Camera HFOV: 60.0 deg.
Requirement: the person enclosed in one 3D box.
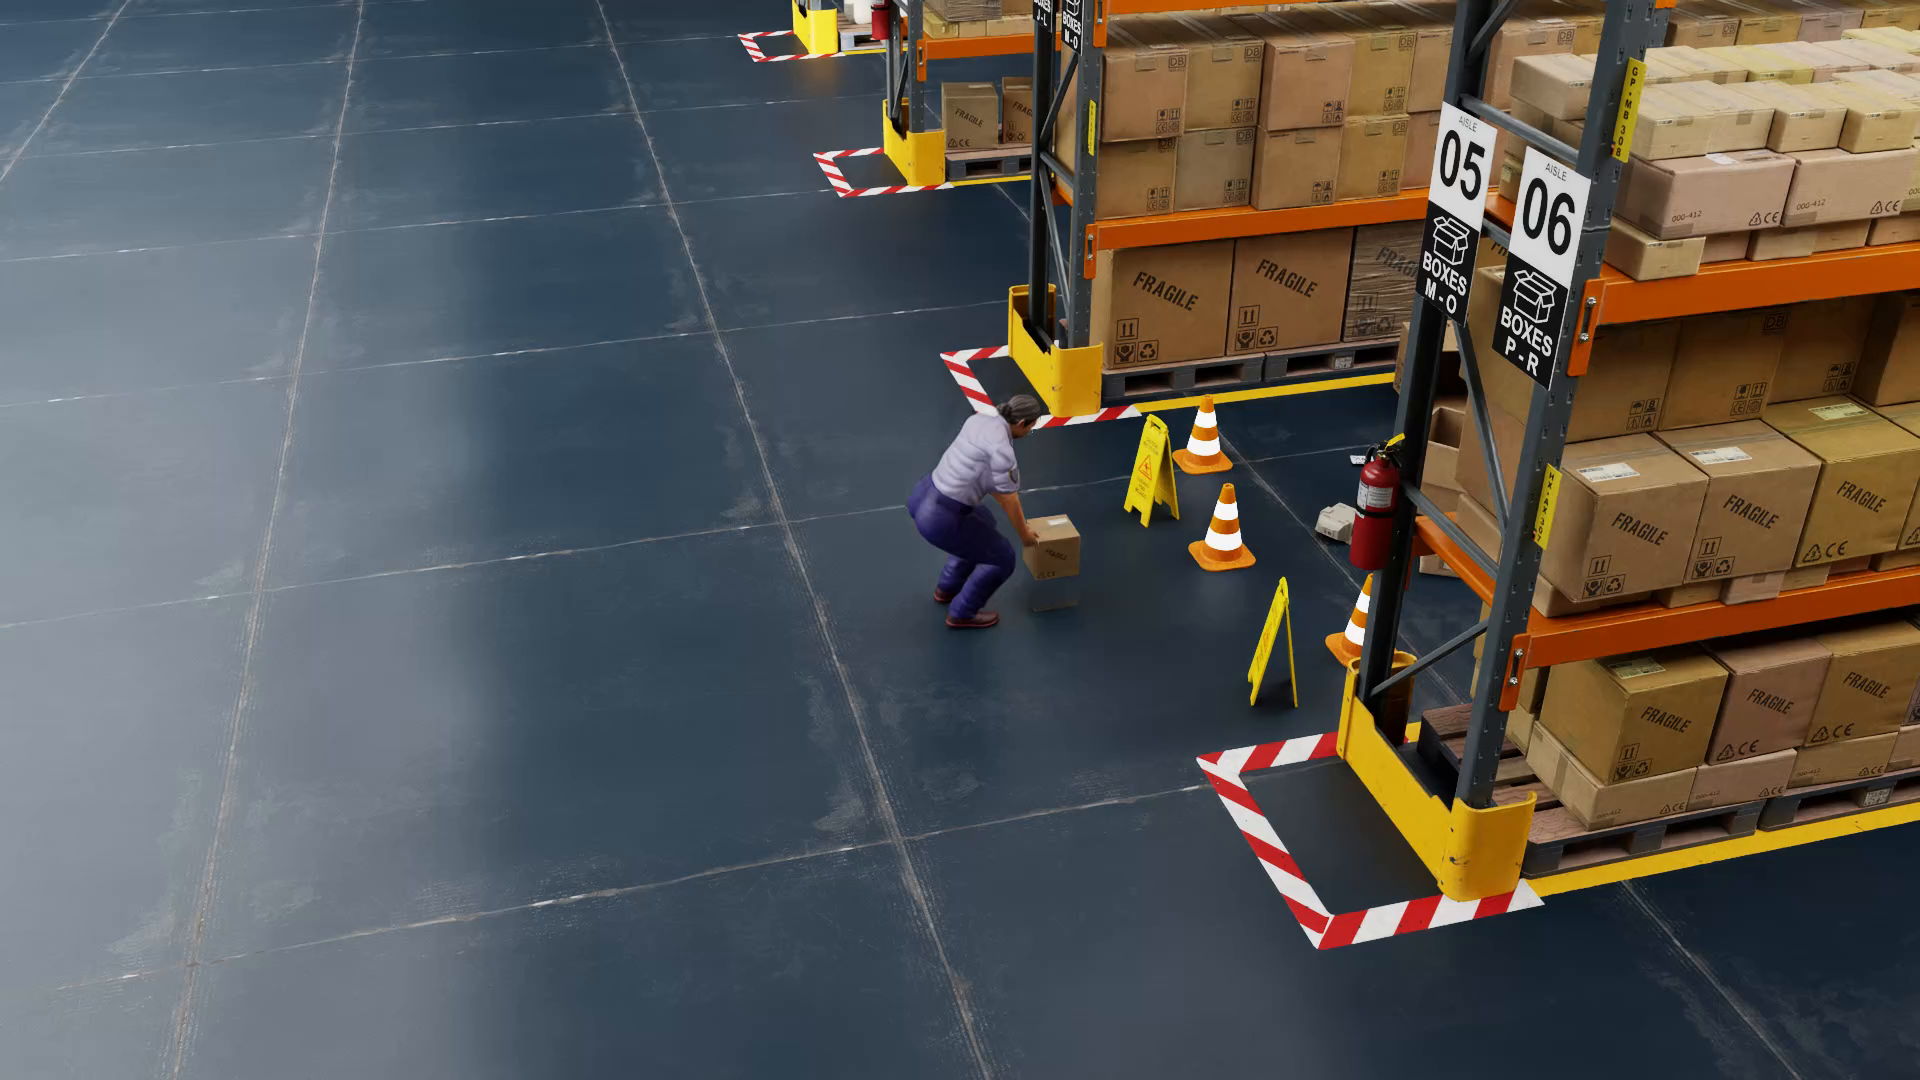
[{"bbox_3d":[0.077,-0.175,8.938,0.715,1.258,0.539,-8,31,-13],"label":"person"}]
